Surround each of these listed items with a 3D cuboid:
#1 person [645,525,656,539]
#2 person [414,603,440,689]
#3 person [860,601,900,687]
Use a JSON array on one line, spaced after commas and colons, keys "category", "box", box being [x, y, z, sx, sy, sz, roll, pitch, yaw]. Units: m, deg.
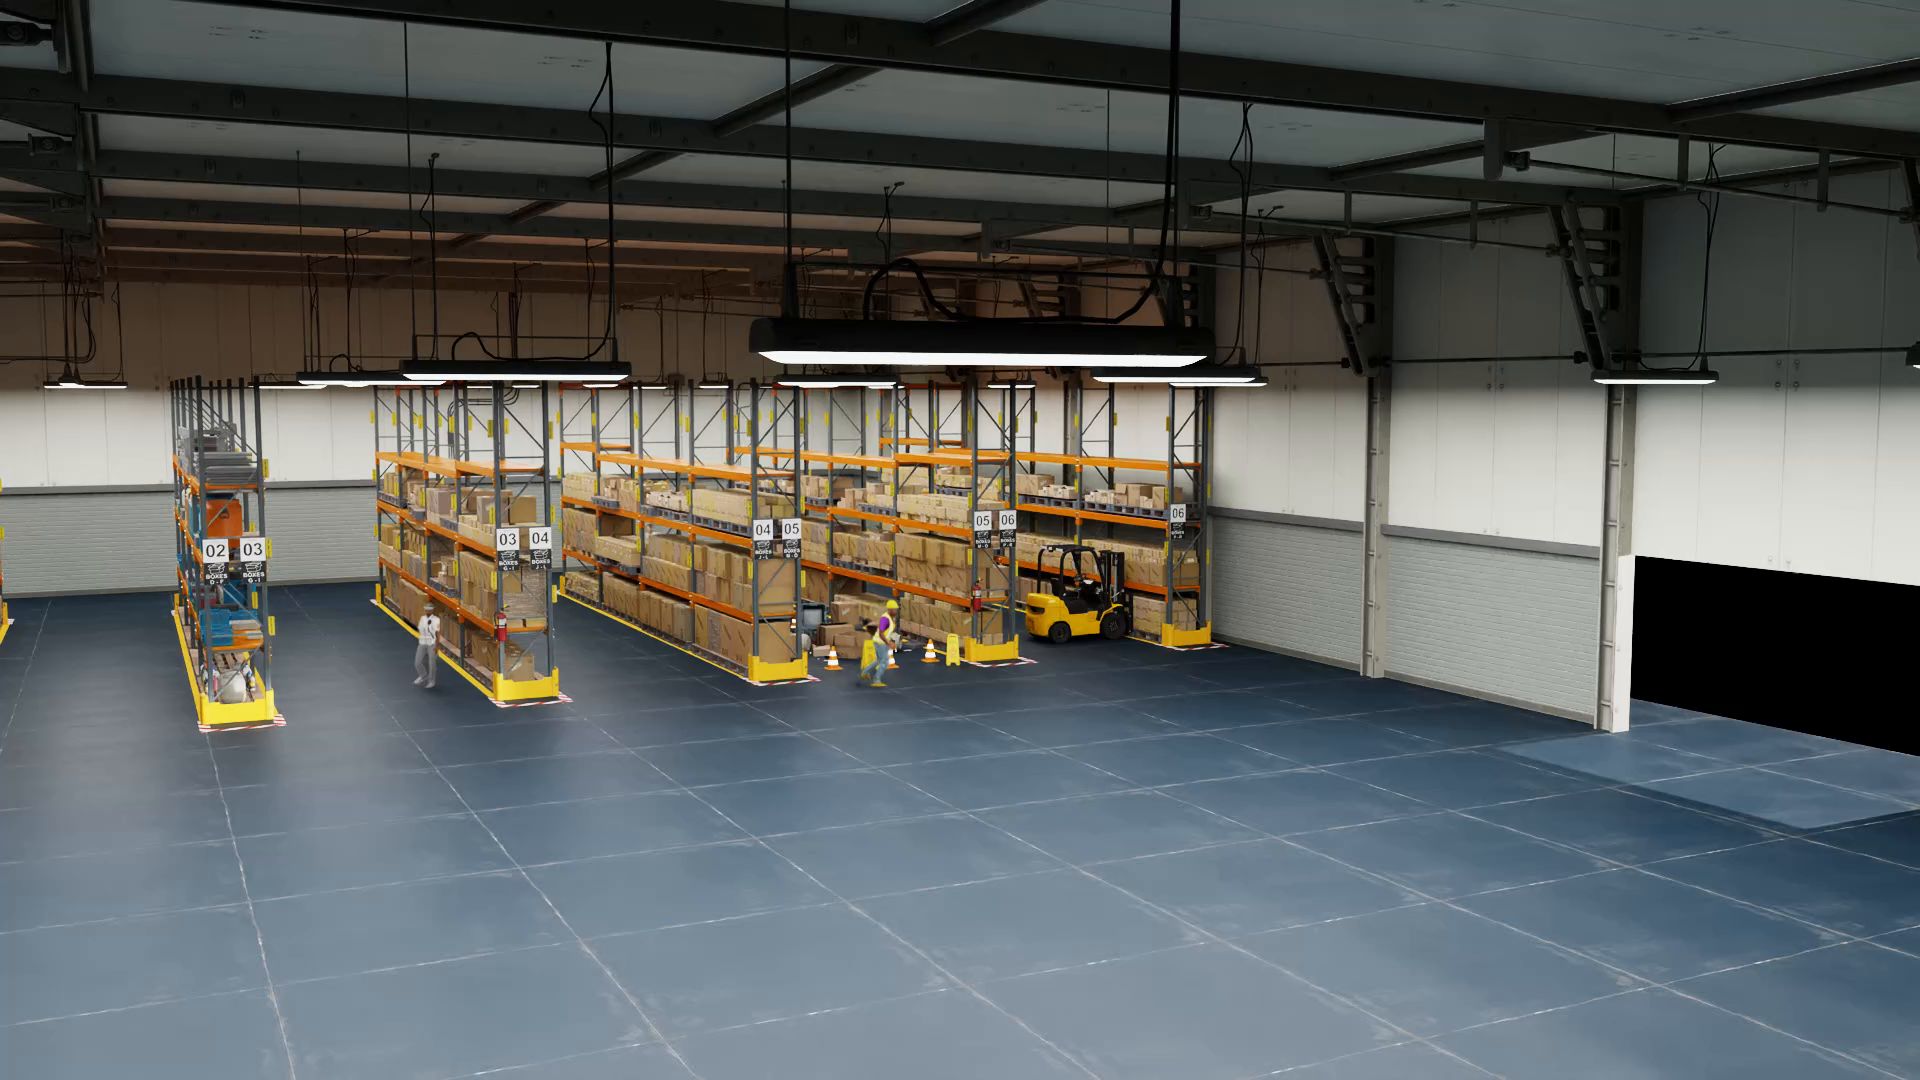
[{"category": "person", "box": [-9.593, 0.313, 51.820, 0.561, 1.623, 0.802, 2, 5, 18]}, {"category": "person", "box": [-10.322, 2.042, 32.169, 0.614, 1.694, 0.480, 1, 5, 8]}, {"category": "person", "box": [-1.560, 2.011, 32.369, 0.825, 1.686, 0.676, 0, 5, 5]}]
